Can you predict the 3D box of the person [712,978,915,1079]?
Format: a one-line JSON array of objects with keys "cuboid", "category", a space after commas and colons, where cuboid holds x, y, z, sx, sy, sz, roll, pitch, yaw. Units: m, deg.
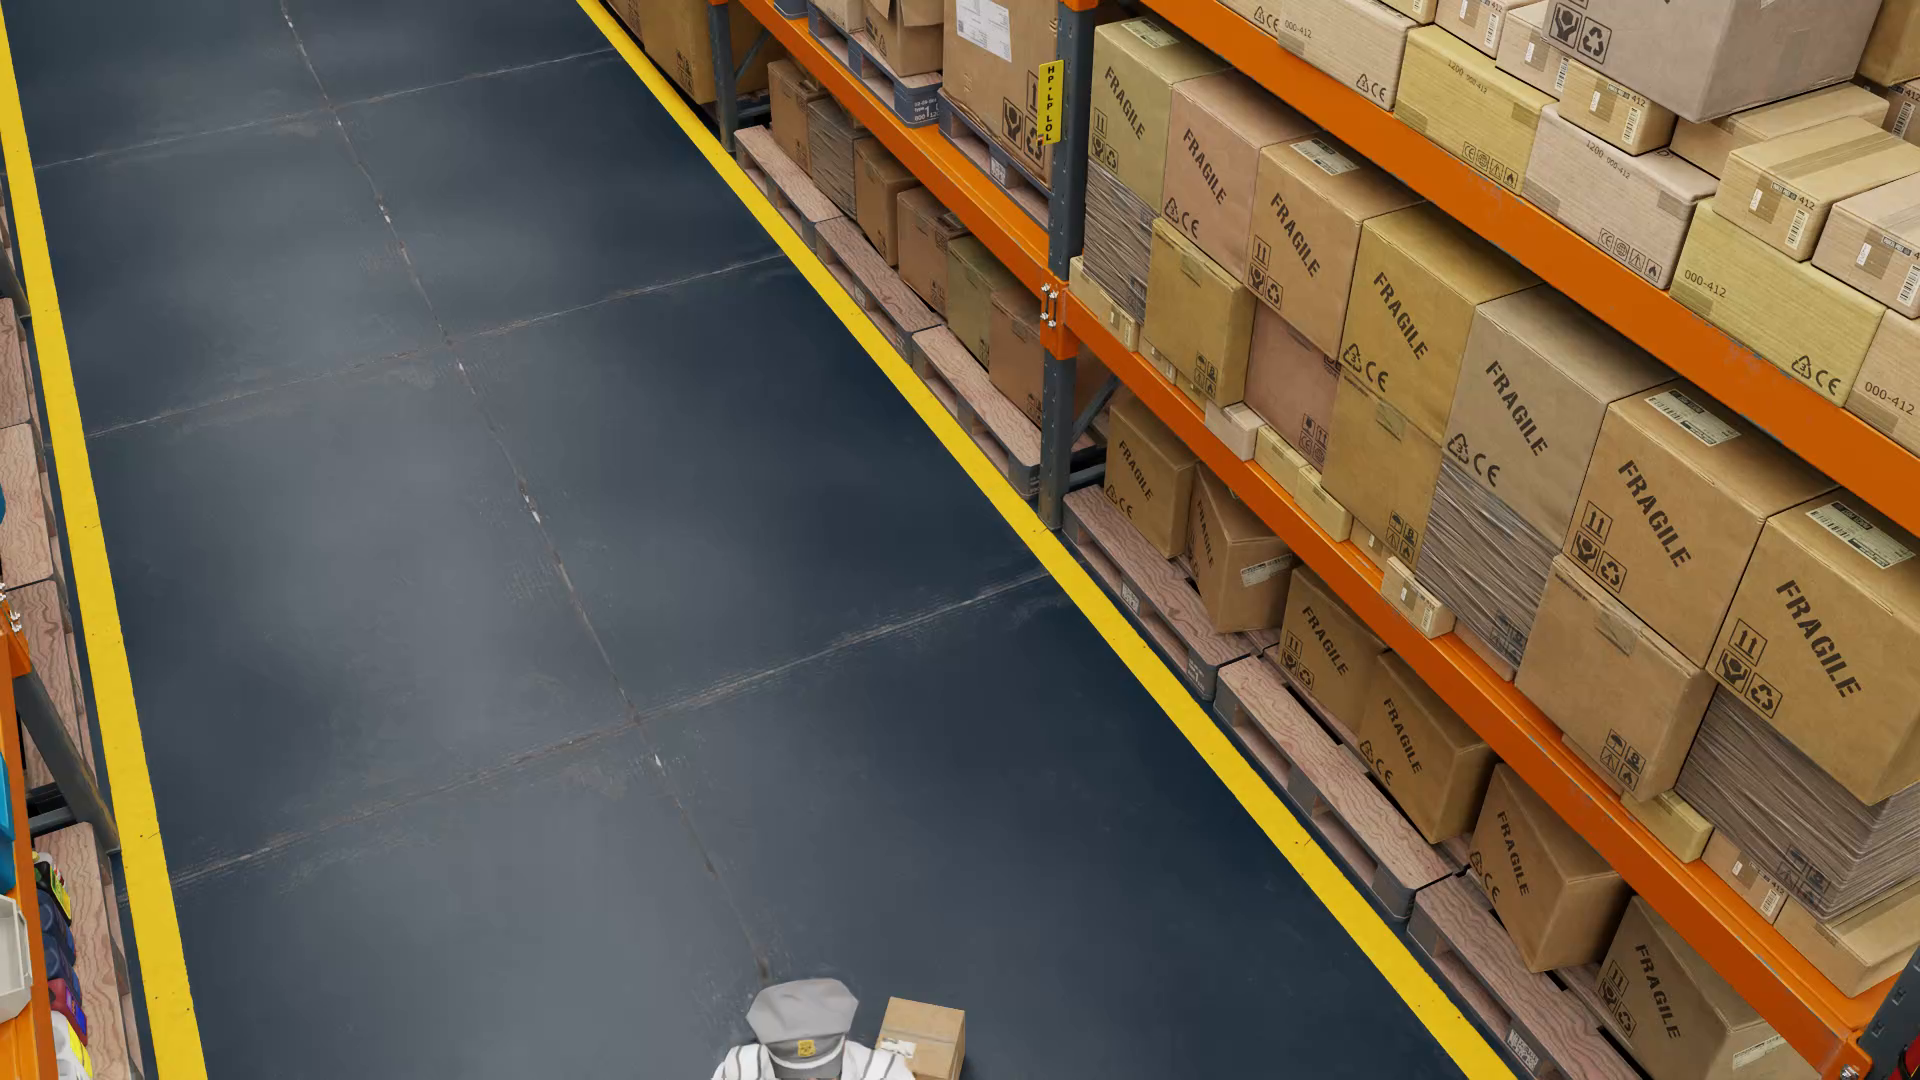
[{"cuboid": [-0.344, 1.745, 4.138, 0.586, 1.833, 0.499, -1, 41, -2], "category": "person"}]
